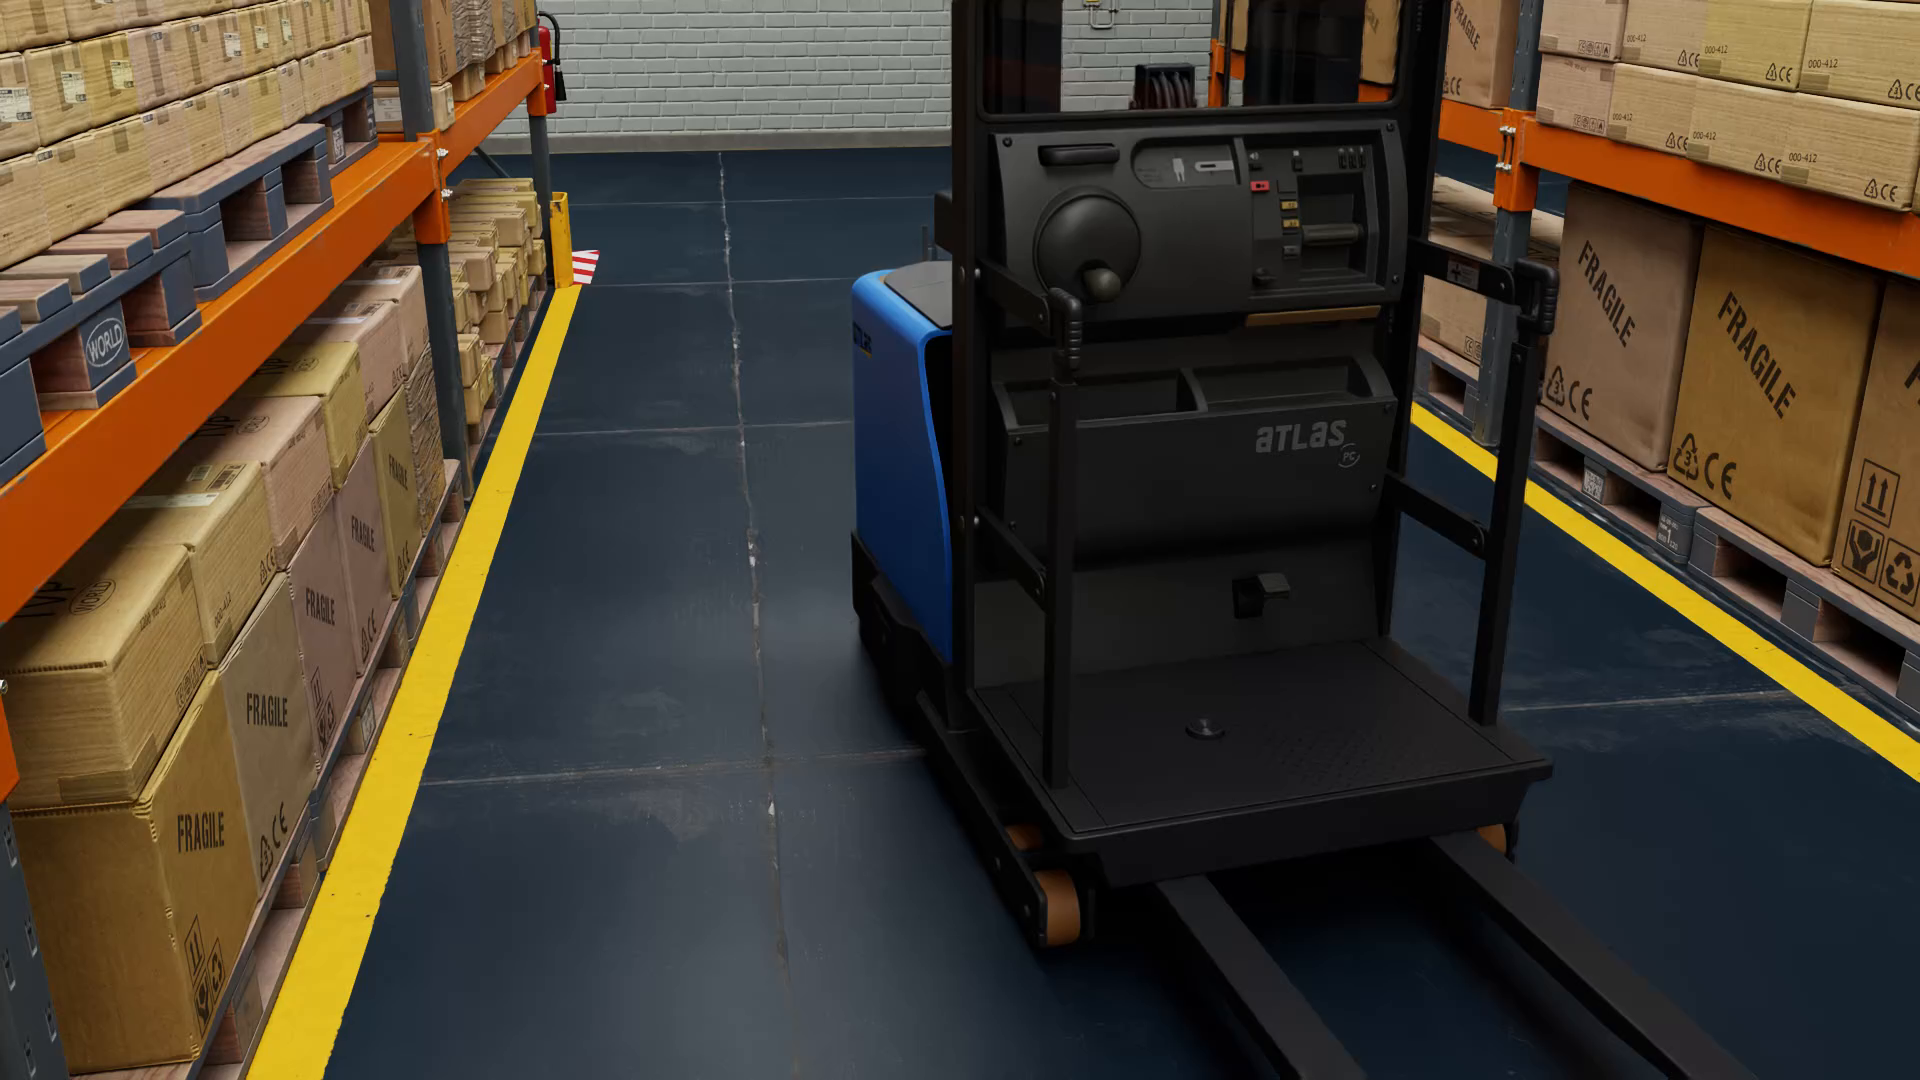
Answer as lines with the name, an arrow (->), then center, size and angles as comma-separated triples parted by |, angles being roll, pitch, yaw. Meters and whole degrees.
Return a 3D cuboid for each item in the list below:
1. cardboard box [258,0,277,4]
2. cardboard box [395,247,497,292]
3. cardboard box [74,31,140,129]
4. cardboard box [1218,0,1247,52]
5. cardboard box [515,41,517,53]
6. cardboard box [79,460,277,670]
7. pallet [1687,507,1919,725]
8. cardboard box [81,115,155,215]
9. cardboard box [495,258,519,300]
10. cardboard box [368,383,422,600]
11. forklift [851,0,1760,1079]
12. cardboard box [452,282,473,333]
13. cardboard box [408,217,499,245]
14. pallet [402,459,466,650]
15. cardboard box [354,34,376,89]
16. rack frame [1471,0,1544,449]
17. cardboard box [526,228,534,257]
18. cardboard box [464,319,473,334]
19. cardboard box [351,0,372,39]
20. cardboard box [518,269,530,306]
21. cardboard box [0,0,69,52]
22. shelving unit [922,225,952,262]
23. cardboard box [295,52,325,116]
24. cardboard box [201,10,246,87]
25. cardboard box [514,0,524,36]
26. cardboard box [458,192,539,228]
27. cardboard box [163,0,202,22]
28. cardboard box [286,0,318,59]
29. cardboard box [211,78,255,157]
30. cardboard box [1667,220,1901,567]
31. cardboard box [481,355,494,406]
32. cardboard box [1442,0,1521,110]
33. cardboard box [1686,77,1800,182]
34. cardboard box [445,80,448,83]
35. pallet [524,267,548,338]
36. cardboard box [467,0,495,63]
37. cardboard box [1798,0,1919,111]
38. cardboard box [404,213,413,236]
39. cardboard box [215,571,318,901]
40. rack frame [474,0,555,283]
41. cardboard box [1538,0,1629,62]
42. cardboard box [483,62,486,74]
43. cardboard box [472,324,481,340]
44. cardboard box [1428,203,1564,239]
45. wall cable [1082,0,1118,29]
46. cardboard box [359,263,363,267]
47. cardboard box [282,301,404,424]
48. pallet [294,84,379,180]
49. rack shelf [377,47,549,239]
cardboard box -> -1.893, -1.402, 4.091 | 0.380, 0.149, 0.250 | -4, 21, -10
cardboard box -> -2.216, -1.166, 7.176 | 0.380, 0.149, 0.250 | -2, 21, -7
cardboard box -> -1.703, -0.816, 2.948 | 0.380, 0.149, 0.250 | -3, 21, -8
cardboard box -> 1.803, -3.068, 9.500 | 0.500, 0.500, 0.500 | -3, 21, -8
cardboard box -> -2.490, -2.526, 8.553 | 0.380, 0.149, 0.250 | -3, 21, -8
cardboard box -> -1.646, 0.049, 3.197 | 0.500, 0.250, 0.500 | -3, 21, -8
pallet -> 2.959, 0.176, 4.942 | 1.003, 0.211, 1.213 | -3, 21, -8
cardboard box -> -1.696, -0.671, 2.984 | 0.380, 0.149, 0.250 | -2, 21, -5
cardboard box -> -2.258, -1.207, 7.710 | 0.380, 0.149, 0.250 | -3, 21, -7
cardboard box -> -1.860, -0.136, 4.767 | 0.500, 0.500, 0.500 | -3, 21, -9
forklift -> 0.589, -0.681, 3.349 | 1.130, 2.935, 3.031 | -6, 21, -15
cardboard box -> -2.115, -0.900, 6.463 | 0.380, 0.149, 0.250 | -2, 21, -5
cardboard box -> -2.400, -1.433, 7.890 | 0.380, 0.149, 0.250 | -4, 21, -10
pallet -> -2.176, 0.044, 5.297 | 1.003, 0.211, 1.213 | -3, 21, -8
cardboard box -> -2.036, -1.483, 5.160 | 0.380, 0.149, 0.250 | -3, 21, -9
rack frame -> 2.594, -1.817, 6.293 | 1.000, 3.000, 0.127 | -3, 21, -8
cardboard box -> -2.431, -1.569, 8.680 | 0.380, 0.149, 0.250 | -4, 21, -10
cardboard box -> -2.257, -0.933, 6.977 | 0.380, 0.149, 0.250 | -4, 21, -11
cardboard box -> -2.037, -1.623, 5.107 | 0.380, 0.149, 0.250 | -2, 21, -6
cardboard box -> -2.346, -1.257, 8.268 | 0.380, 0.149, 0.250 | -4, 21, -10
cardboard box -> -1.660, -0.853, 2.620 | 0.380, 0.149, 0.250 | -3, 21, -8
shelving unit -> -0.008, -0.510, 5.582 | 0.215, 1.050, 0.252 | -3, 21, -8
cardboard box -> -1.928, -1.220, 4.455 | 0.380, 0.149, 0.250 | -4, 21, -11
cardboard box -> -1.814, -1.082, 3.660 | 0.380, 0.149, 0.250 | -2, 21, -6
cardboard box -> -2.477, -2.782, 8.309 | 0.500, 0.500, 0.500 | -3, 21, -9
cardboard box -> -2.396, -1.713, 8.640 | 0.380, 0.149, 0.250 | -3, 21, -9
cardboard box -> -1.779, -1.130, 3.362 | 0.380, 0.149, 0.250 | -2, 21, -6
cardboard box -> -1.921, -1.351, 4.380 | 0.380, 0.149, 0.250 | -4, 21, -10
cardboard box -> -1.807, -0.940, 3.705 | 0.380, 0.149, 0.250 | -4, 21, -10
cardboard box -> 2.901, -0.495, 5.191 | 0.875, 0.875, 0.875 | -2, 21, -6
cardboard box -> -2.062, -0.628, 6.584 | 0.380, 0.149, 0.250 | -2, 21, -6
cardboard box -> 2.275, -2.011, 6.671 | 0.500, 0.500, 0.500 | -3, 21, -7
cardboard box -> 2.531, -1.223, 4.919 | 0.500, 0.250, 0.500 | -3, 21, -8
cardboard box -> -2.241, -1.799, 6.604 | 0.380, 0.149, 0.250 | -4, 21, -10
pallet -> -2.773, -1.301, 8.898 | 1.003, 0.211, 1.213 | -3, 21, -8
cardboard box -> -2.227, -2.249, 6.884 | 0.500, 0.500, 0.500 | -3, 21, -9
cardboard box -> 2.603, -1.284, 4.366 | 0.500, 0.250, 0.500 | -4, 21, -9
cardboard box -> -2.941, -1.593, 8.319 | 0.380, 0.149, 0.250 | -4, 21, -10
cardboard box -> -1.638, 0.396, 3.342 | 0.500, 0.500, 0.500 | -3, 21, -7
rack frame -> -2.866, -2.917, 9.239 | 1.000, 3.000, 0.127 | -3, 21, -8
cardboard box -> 2.379, -1.814, 5.786 | 0.500, 0.250, 0.500 | -4, 21, -9
cardboard box -> -2.441, -2.250, 7.813 | 0.380, 0.149, 0.250 | -4, 21, -10
cardboard box -> -2.309, -0.888, 7.280 | 0.380, 0.149, 0.250 | -4, 21, -10
cardboard box -> 2.480, -1.346, 8.094 | 0.875, 0.438, 0.875 | -4, 21, -9
wall cable -> 1.182, -5.643, 15.042 | 0.585, 1.953, 0.123 | -3, 21, -8
cardboard box -> -2.678, -1.048, 6.859 | 0.380, 0.149, 0.250 | -2, 21, -6
cardboard box -> -1.871, -0.485, 4.629 | 0.500, 0.250, 0.500 | -2, 21, -5
pallet -> -2.323, -1.170, 4.836 | 1.003, 0.211, 1.213 | -3, 21, -8
rack shelf -> -2.578, -1.887, 7.511 | 1.077, 0.370, 4.000 | -3, 21, -8
